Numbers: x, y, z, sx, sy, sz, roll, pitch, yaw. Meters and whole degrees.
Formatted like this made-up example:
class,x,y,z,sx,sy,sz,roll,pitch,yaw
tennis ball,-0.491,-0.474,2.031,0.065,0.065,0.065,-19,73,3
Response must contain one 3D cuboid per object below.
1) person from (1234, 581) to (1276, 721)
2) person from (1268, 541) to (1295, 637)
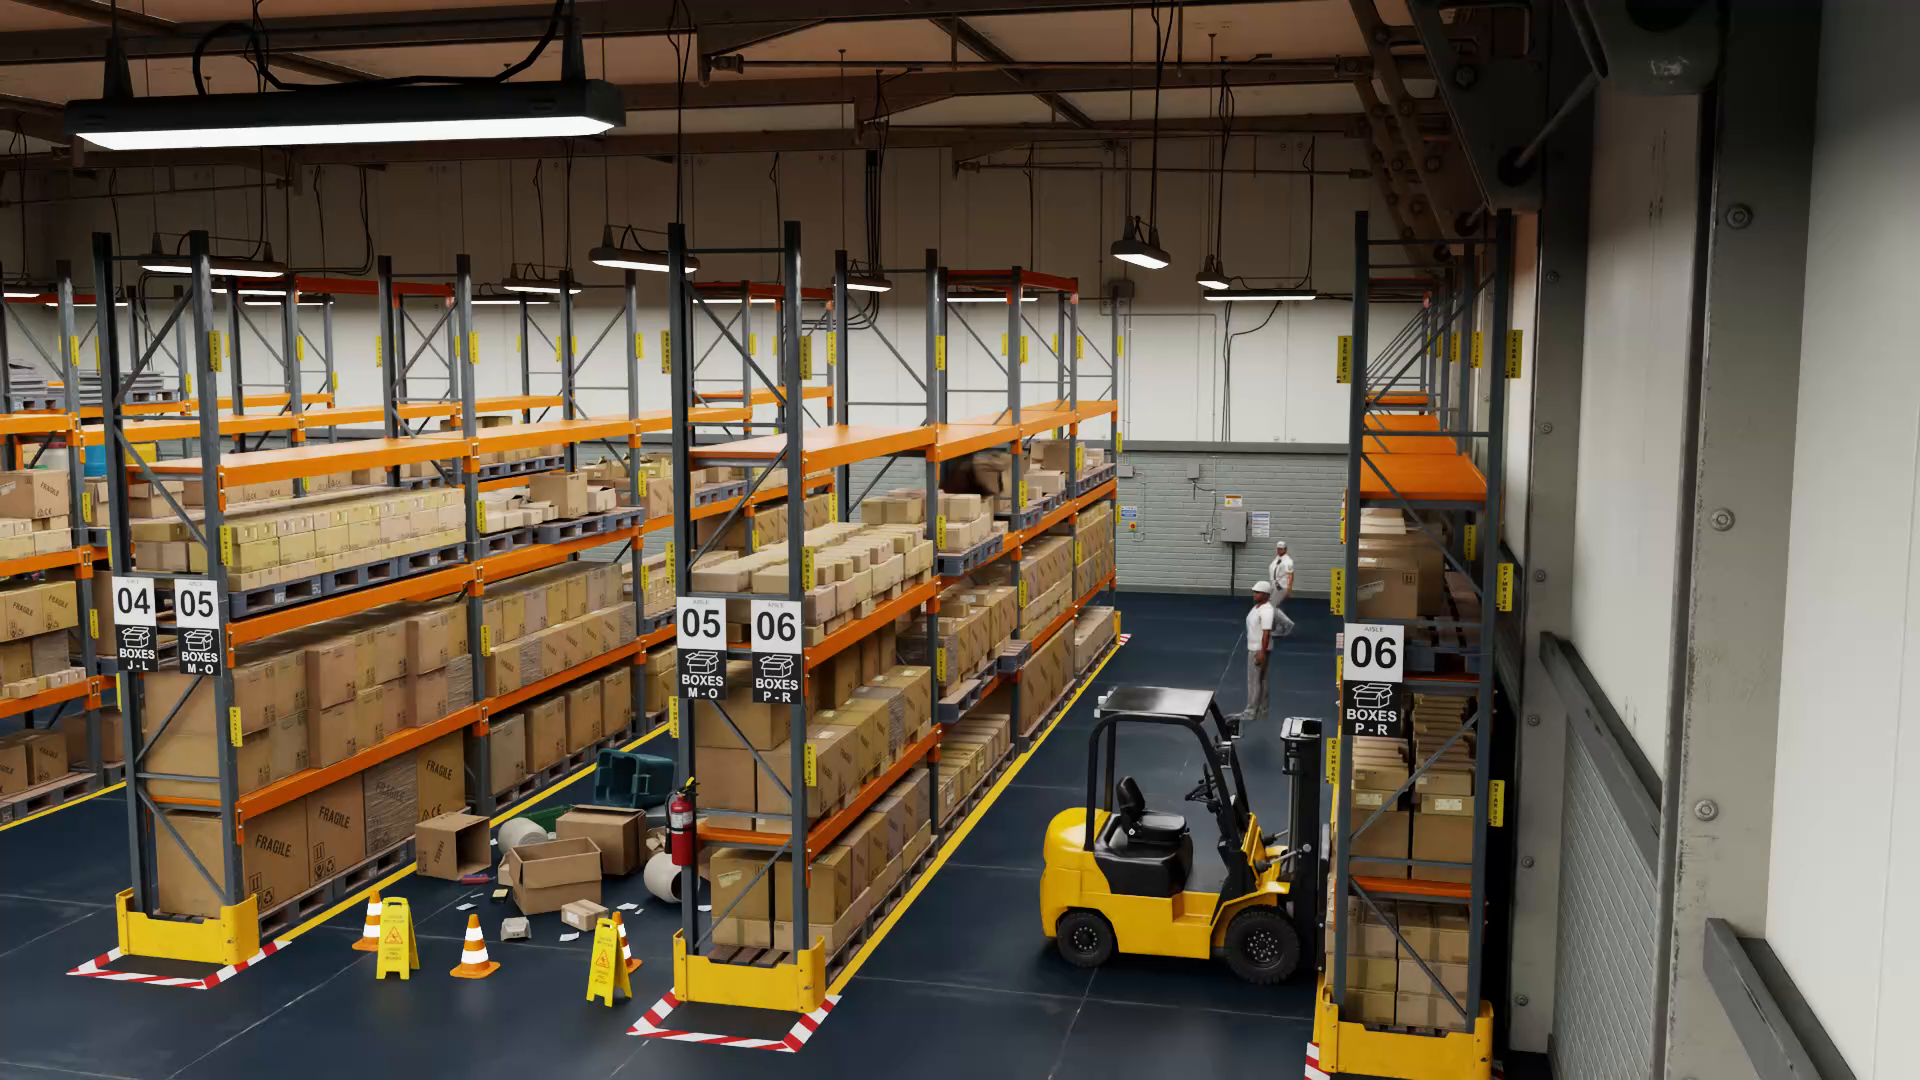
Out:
class,x,y,z,sx,sy,sz,roll,pitch,yaw
person,3.792,1.404,21.307,0.505,1.766,0.631,3,7,20
person,5.542,0.840,28.642,0.494,1.650,0.497,2,7,14
